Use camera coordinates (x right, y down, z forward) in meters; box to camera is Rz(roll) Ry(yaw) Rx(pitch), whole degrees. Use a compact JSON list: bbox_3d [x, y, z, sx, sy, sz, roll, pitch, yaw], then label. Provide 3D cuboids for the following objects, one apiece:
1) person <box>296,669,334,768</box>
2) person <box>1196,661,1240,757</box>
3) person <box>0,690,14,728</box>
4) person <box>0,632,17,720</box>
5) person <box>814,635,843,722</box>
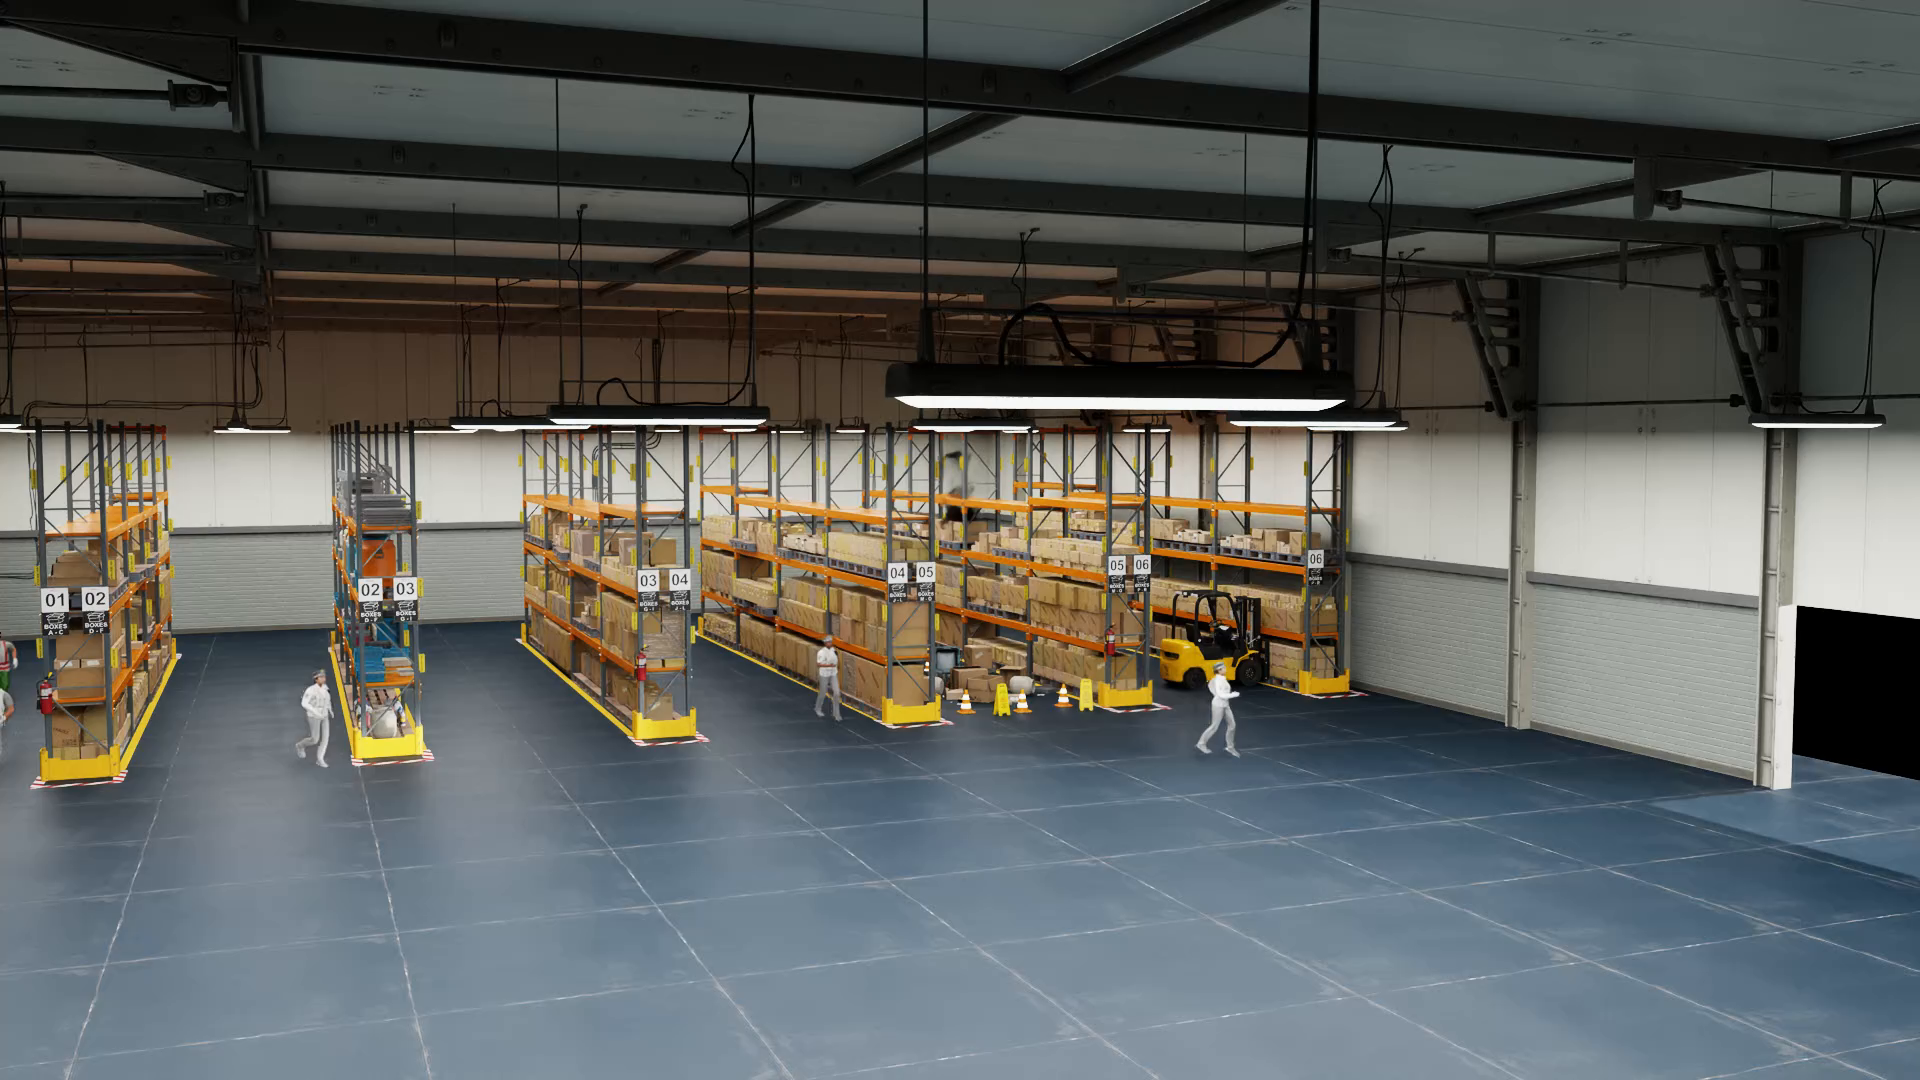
[{"bbox_3d":[-11.210,3.087,29.029,0.748,1.674,0.643,2,4,28],"label":"person"},{"bbox_3d":[4.608,3.016,29.683,0.769,1.747,0.563,1,4,21],"label":"person"},{"bbox_3d":[-16.280,3.121,27.903,0.716,1.767,0.817,-2,4,-31],"label":"person"},{"bbox_3d":[-19.593,2.709,33.889,0.674,1.826,0.938,-2,4,-31],"label":"person"},{"bbox_3d":[-2.690,2.775,33.589,0.565,1.749,0.788,-3,4,-36],"label":"person"}]
